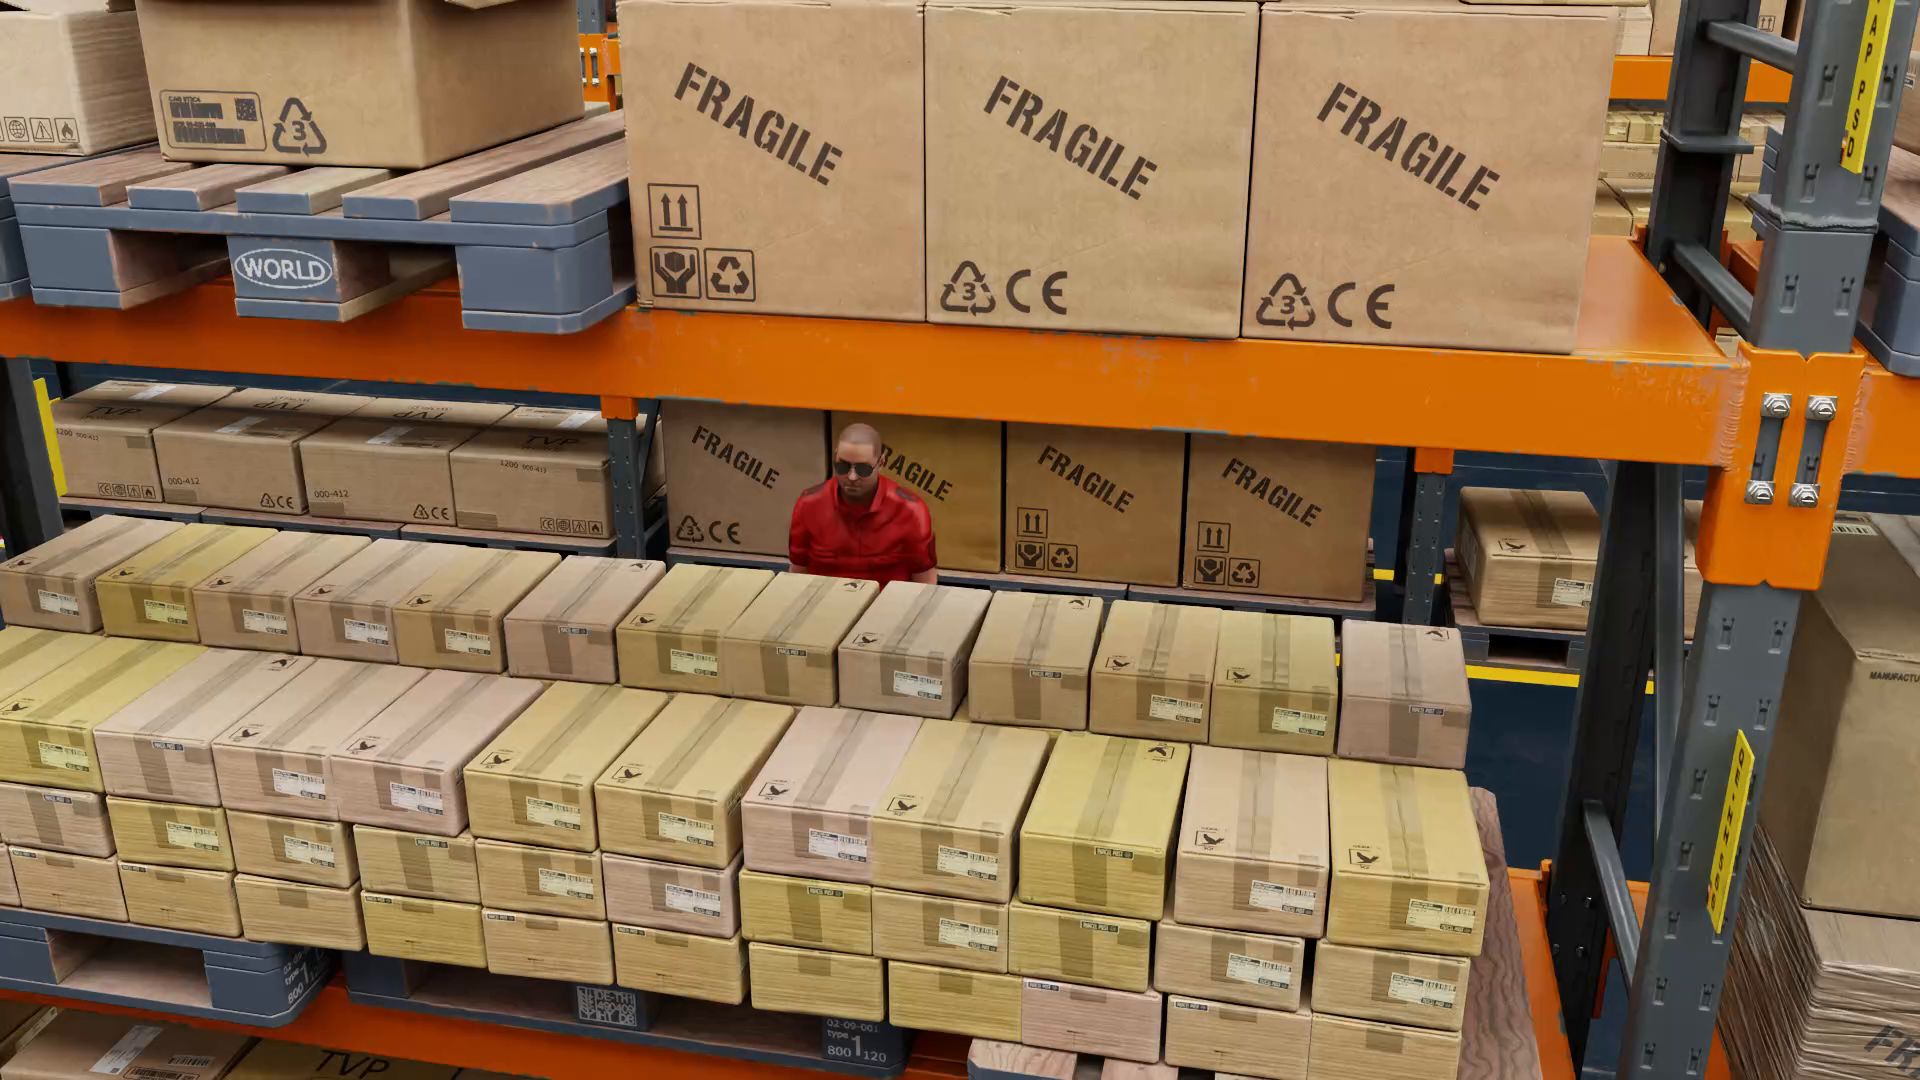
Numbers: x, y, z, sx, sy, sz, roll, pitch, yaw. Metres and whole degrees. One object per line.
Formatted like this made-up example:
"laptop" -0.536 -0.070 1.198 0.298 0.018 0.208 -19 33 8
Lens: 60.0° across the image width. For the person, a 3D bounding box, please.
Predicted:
"person" -0.363 0.399 6.080 0.558 1.731 0.392 4 22 10
